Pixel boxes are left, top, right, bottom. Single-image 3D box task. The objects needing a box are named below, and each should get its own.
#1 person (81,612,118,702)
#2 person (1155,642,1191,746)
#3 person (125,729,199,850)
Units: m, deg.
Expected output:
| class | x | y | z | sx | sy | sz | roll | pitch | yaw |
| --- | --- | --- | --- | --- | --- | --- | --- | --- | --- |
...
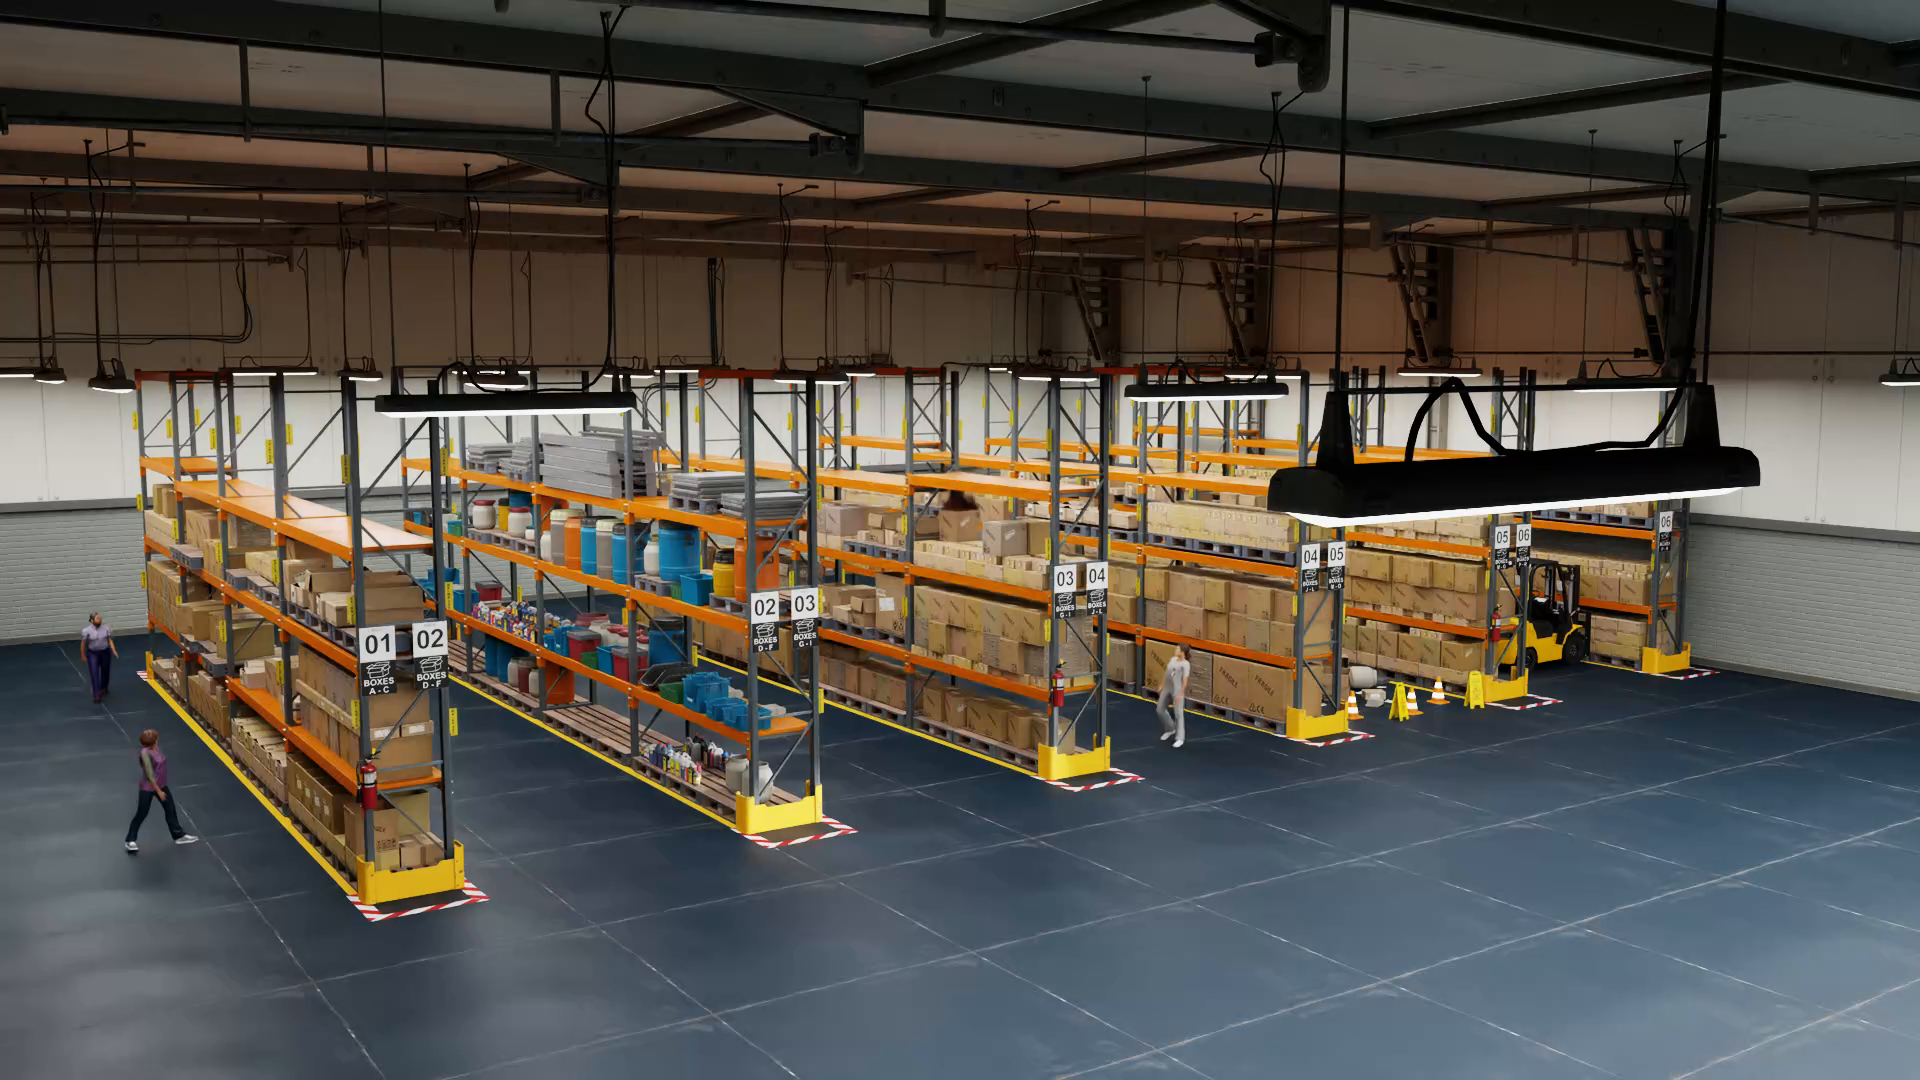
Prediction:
| class | x | y | z | sx | sy | sz | roll | pitch | yaw |
| --- | --- | --- | --- | --- | --- | --- | --- | --- | --- |
| person | -15.724 | 2.113 | 30.378 | 0.585 | 1.585 | 0.981 | -4 | 8 | -34 |
| person | 3.444 | 2.469 | 26.880 | 0.557 | 1.659 | 0.468 | 6 | 9 | 41 |
| person | -10.250 | 3.154 | 21.210 | 0.790 | 1.551 | 0.498 | 1 | 6 | 7 |
